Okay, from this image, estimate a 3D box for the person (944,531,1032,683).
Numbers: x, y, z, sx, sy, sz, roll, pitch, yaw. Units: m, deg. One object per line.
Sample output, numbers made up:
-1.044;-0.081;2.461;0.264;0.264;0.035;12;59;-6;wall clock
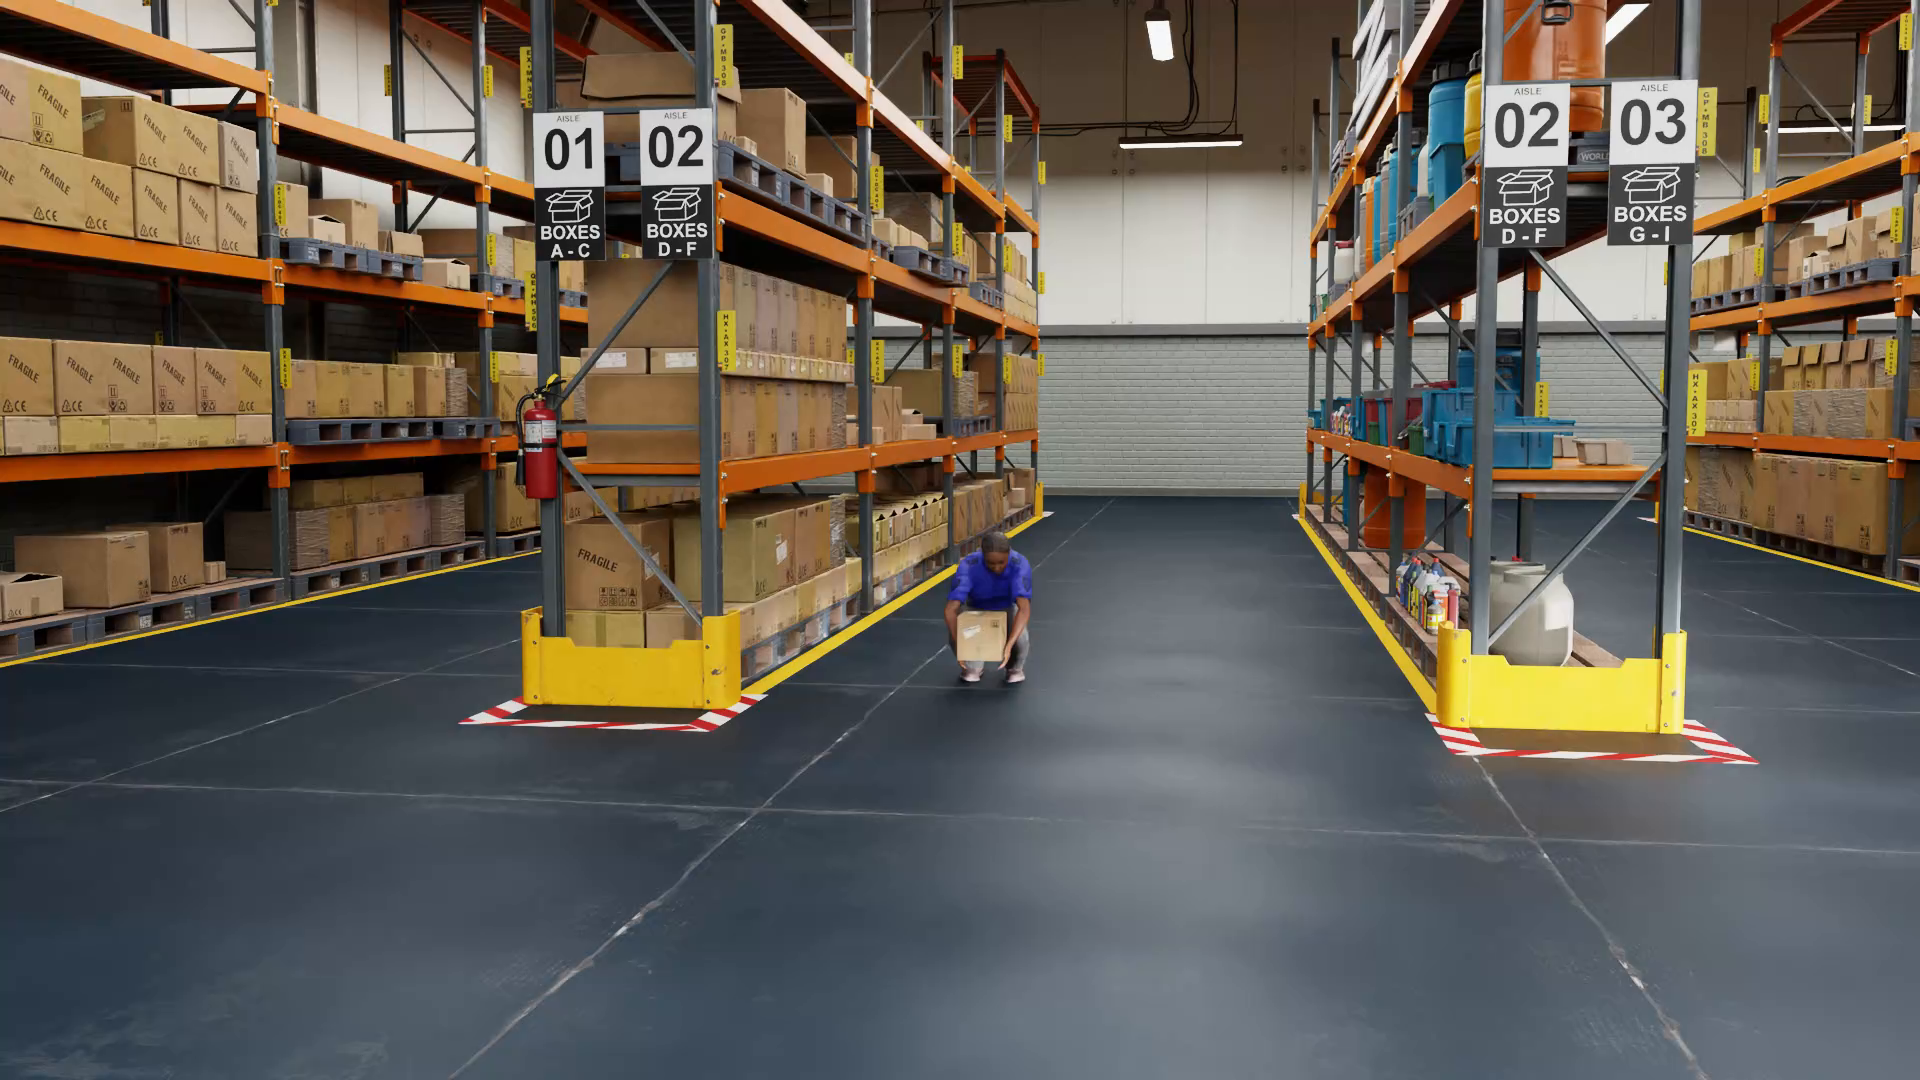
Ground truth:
0.180;0.392;9.742;0.506;0.921;0.820;1;5;9;person
